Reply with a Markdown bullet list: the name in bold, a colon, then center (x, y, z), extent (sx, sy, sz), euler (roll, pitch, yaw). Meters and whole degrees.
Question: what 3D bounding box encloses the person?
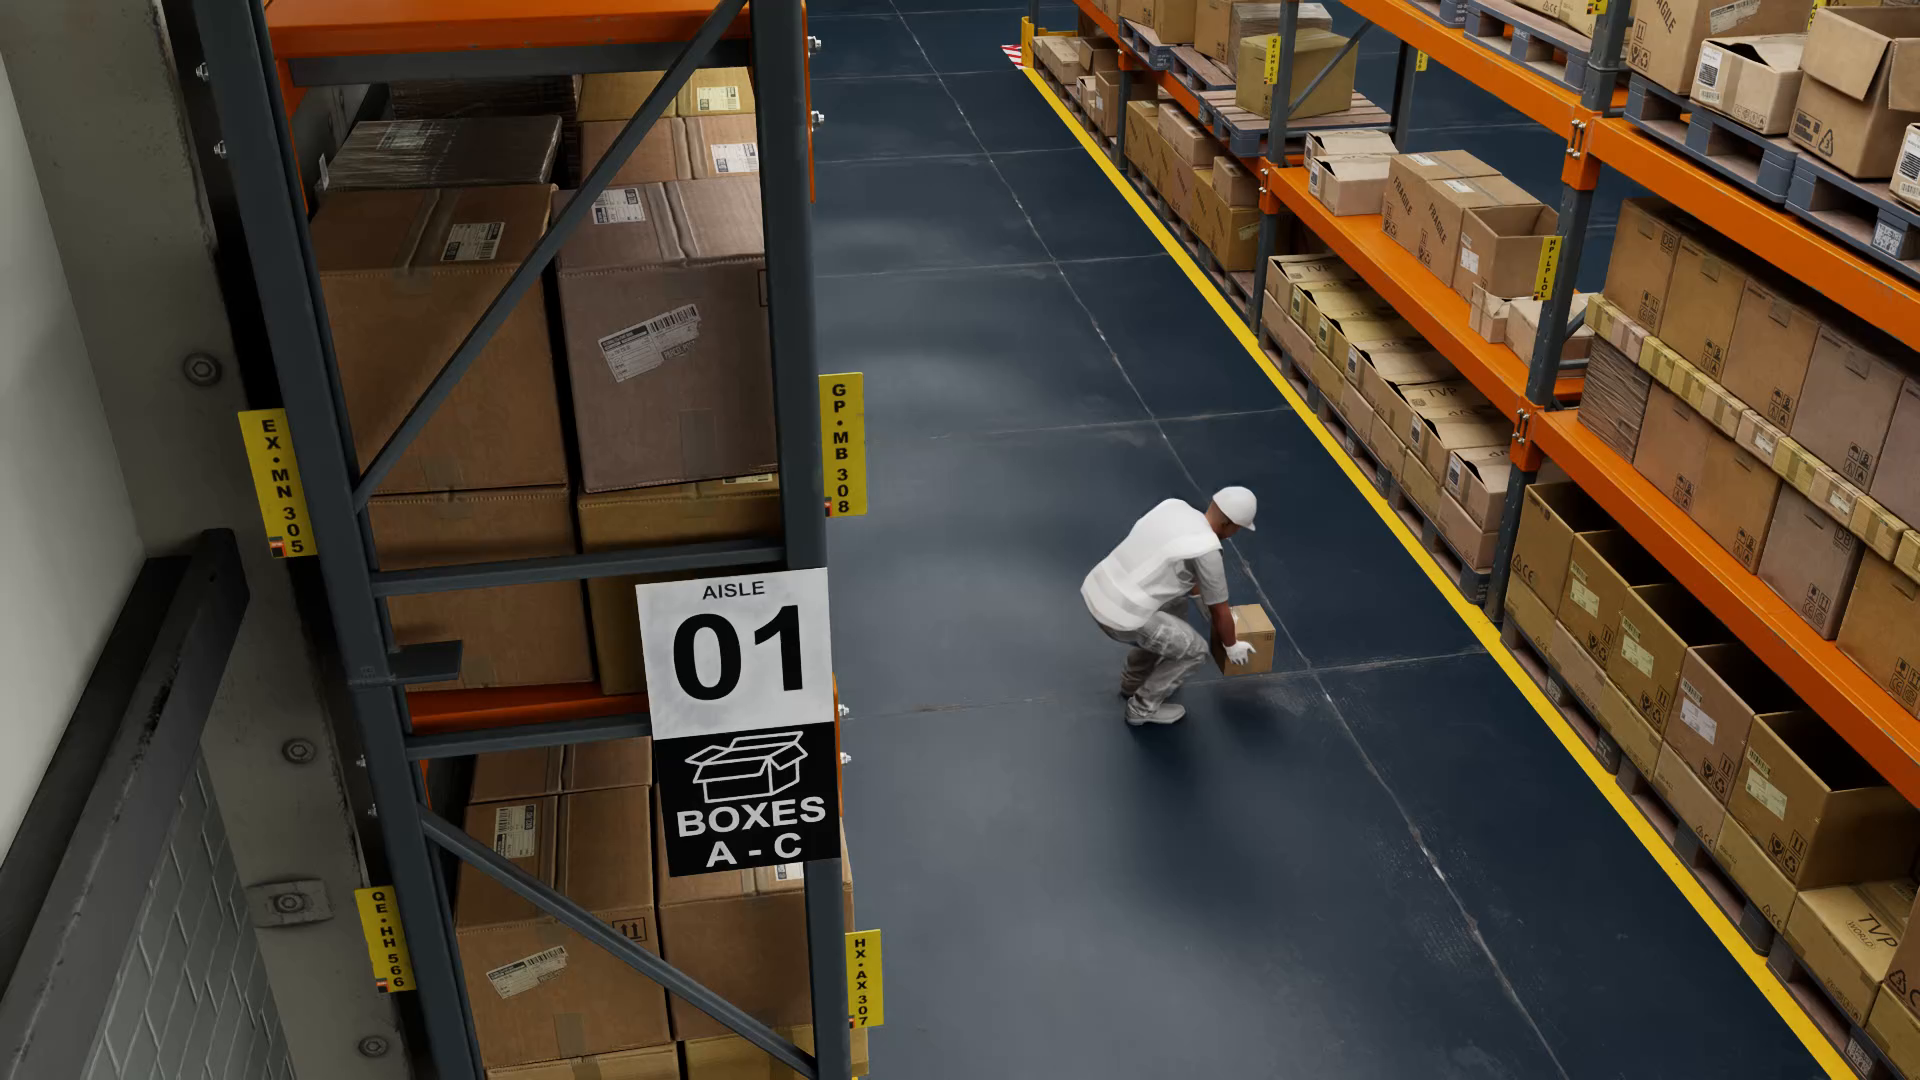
- **person**: center (1.018, 0.292, 8.217), extent (0.853, 1.183, 0.597), euler (-5, 31, -9)
